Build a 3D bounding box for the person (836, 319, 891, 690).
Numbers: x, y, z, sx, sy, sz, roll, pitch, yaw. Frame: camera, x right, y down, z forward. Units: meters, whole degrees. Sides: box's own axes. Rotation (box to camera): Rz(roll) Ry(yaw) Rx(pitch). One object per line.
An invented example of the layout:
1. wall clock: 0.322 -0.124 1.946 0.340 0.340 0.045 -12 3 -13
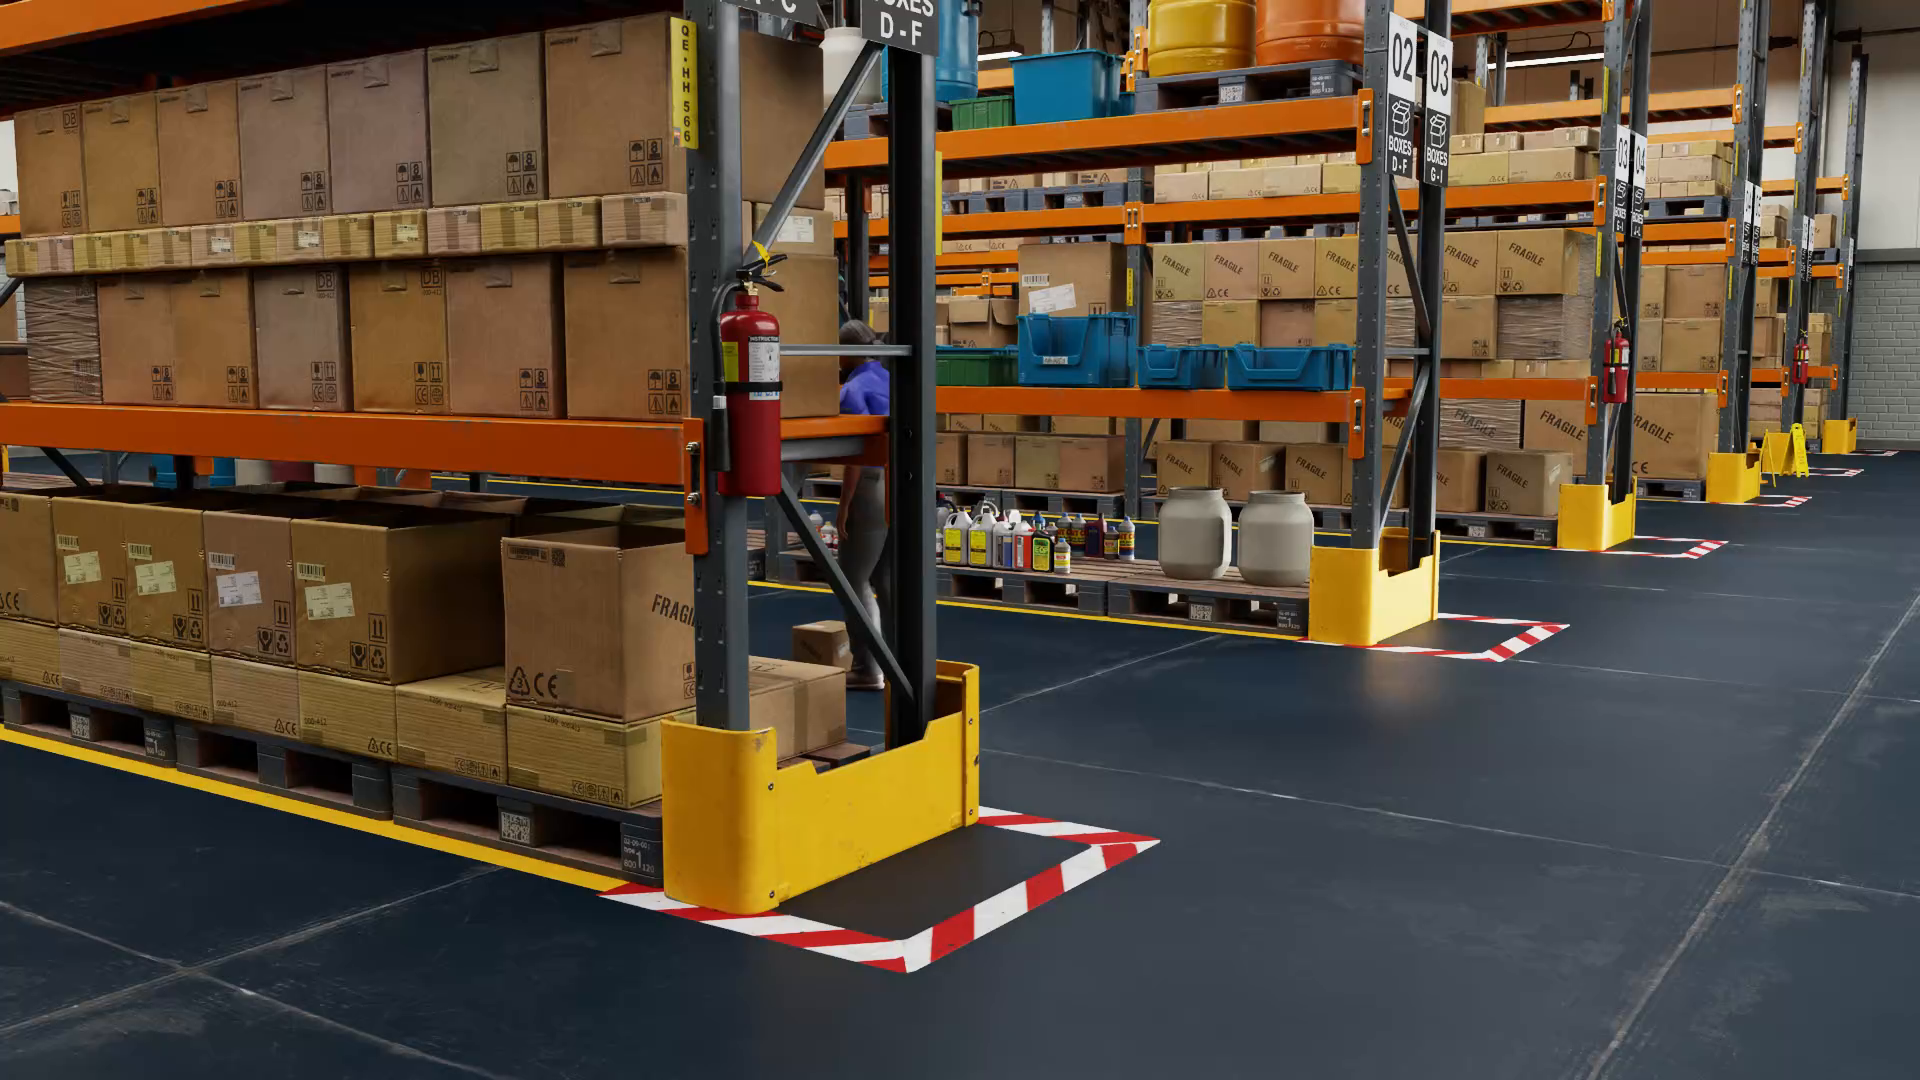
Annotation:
1. person: -0.391 -0.163 7.481 0.348 1.653 0.513 4 8 31
